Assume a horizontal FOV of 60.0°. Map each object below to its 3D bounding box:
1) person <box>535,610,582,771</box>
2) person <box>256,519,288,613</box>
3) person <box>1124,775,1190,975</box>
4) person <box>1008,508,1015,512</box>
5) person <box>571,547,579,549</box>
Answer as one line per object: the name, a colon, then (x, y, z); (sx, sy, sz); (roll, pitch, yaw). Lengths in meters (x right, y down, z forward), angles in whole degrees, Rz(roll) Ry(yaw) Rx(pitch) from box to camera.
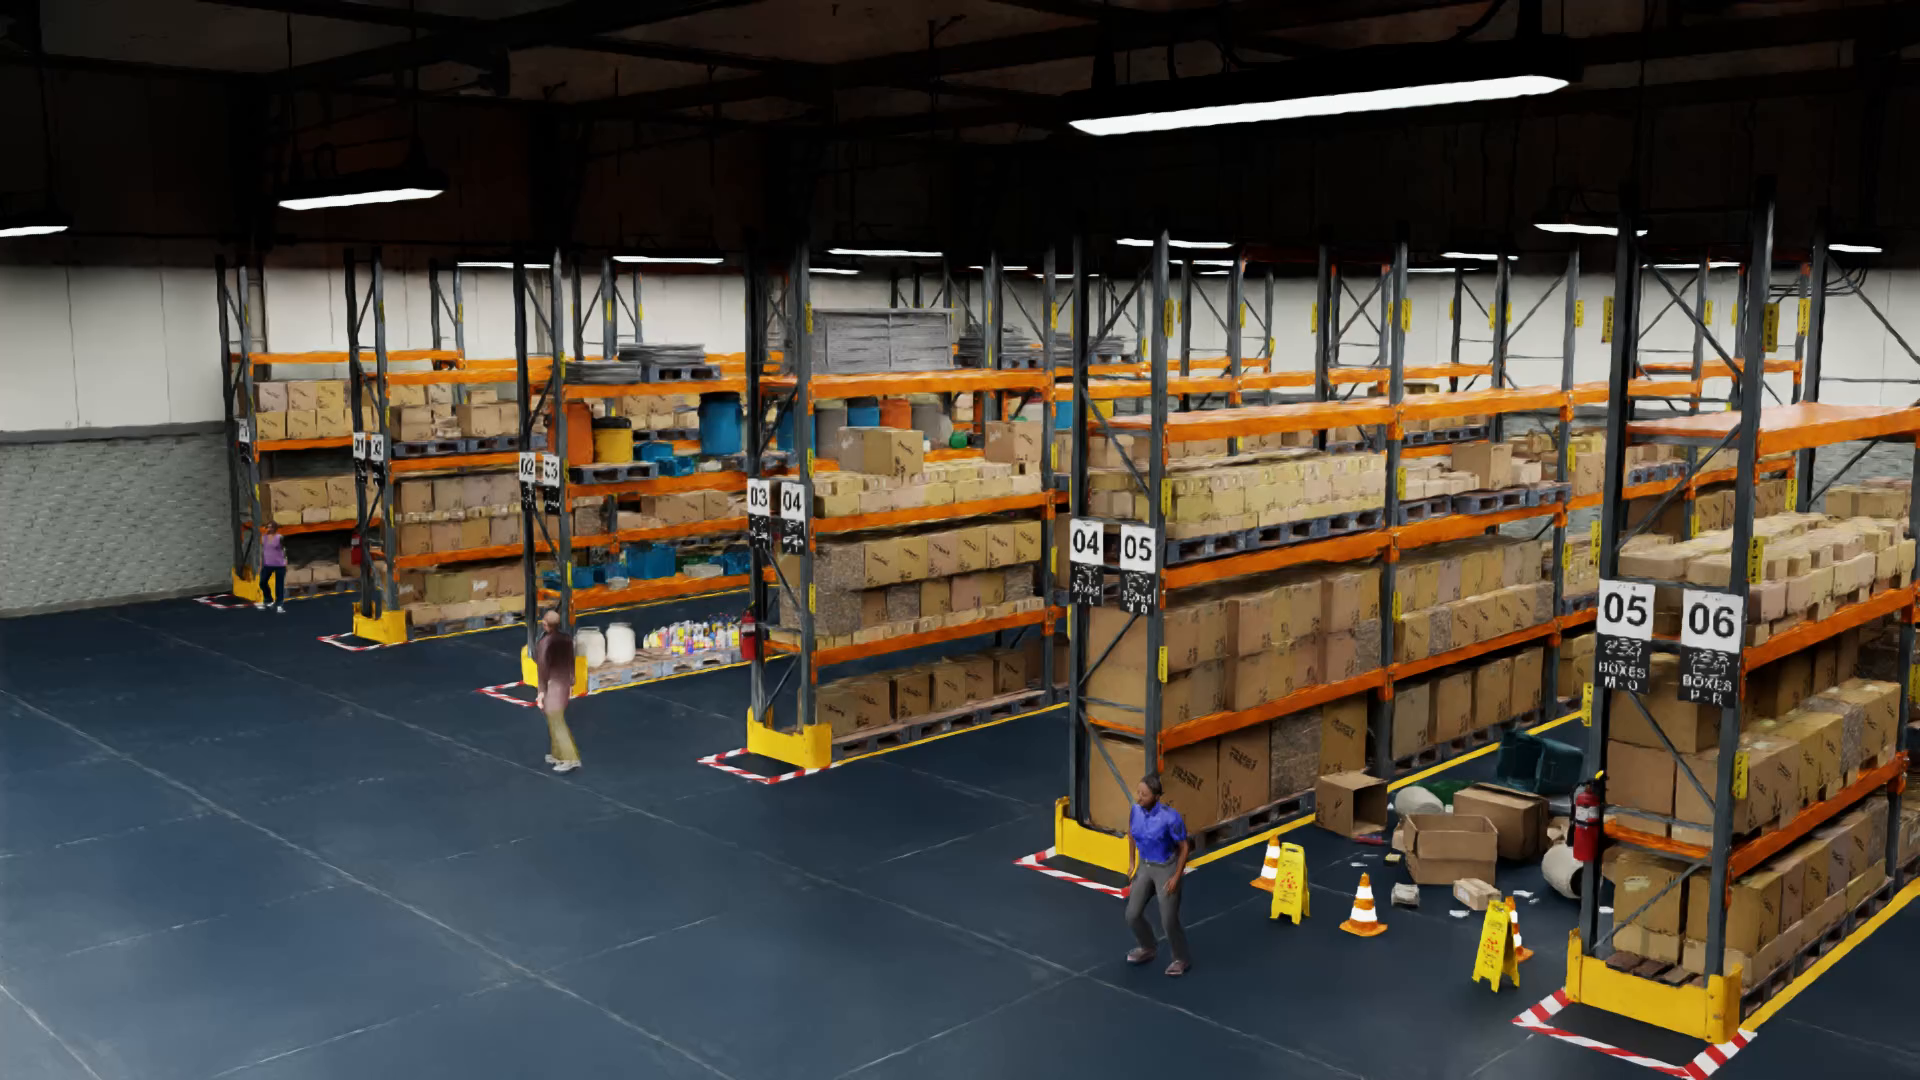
person: (-4.495, 1.671, 18.612); (0.587, 1.769, 0.690); (3, 8, 17)
person: (-11.615, 0.433, 27.949); (0.595, 1.588, 0.465); (0, 8, -2)
person: (1.532, 2.571, 12.878); (0.592, 1.604, 0.518); (8, 11, 43)
person: (1.118, -0.163, 31.817); (0.543, 1.649, 1.105); (7, 11, 42)
person: (-7.526, -0.248, 32.168); (0.686, 1.716, 0.838); (4, 9, 29)
